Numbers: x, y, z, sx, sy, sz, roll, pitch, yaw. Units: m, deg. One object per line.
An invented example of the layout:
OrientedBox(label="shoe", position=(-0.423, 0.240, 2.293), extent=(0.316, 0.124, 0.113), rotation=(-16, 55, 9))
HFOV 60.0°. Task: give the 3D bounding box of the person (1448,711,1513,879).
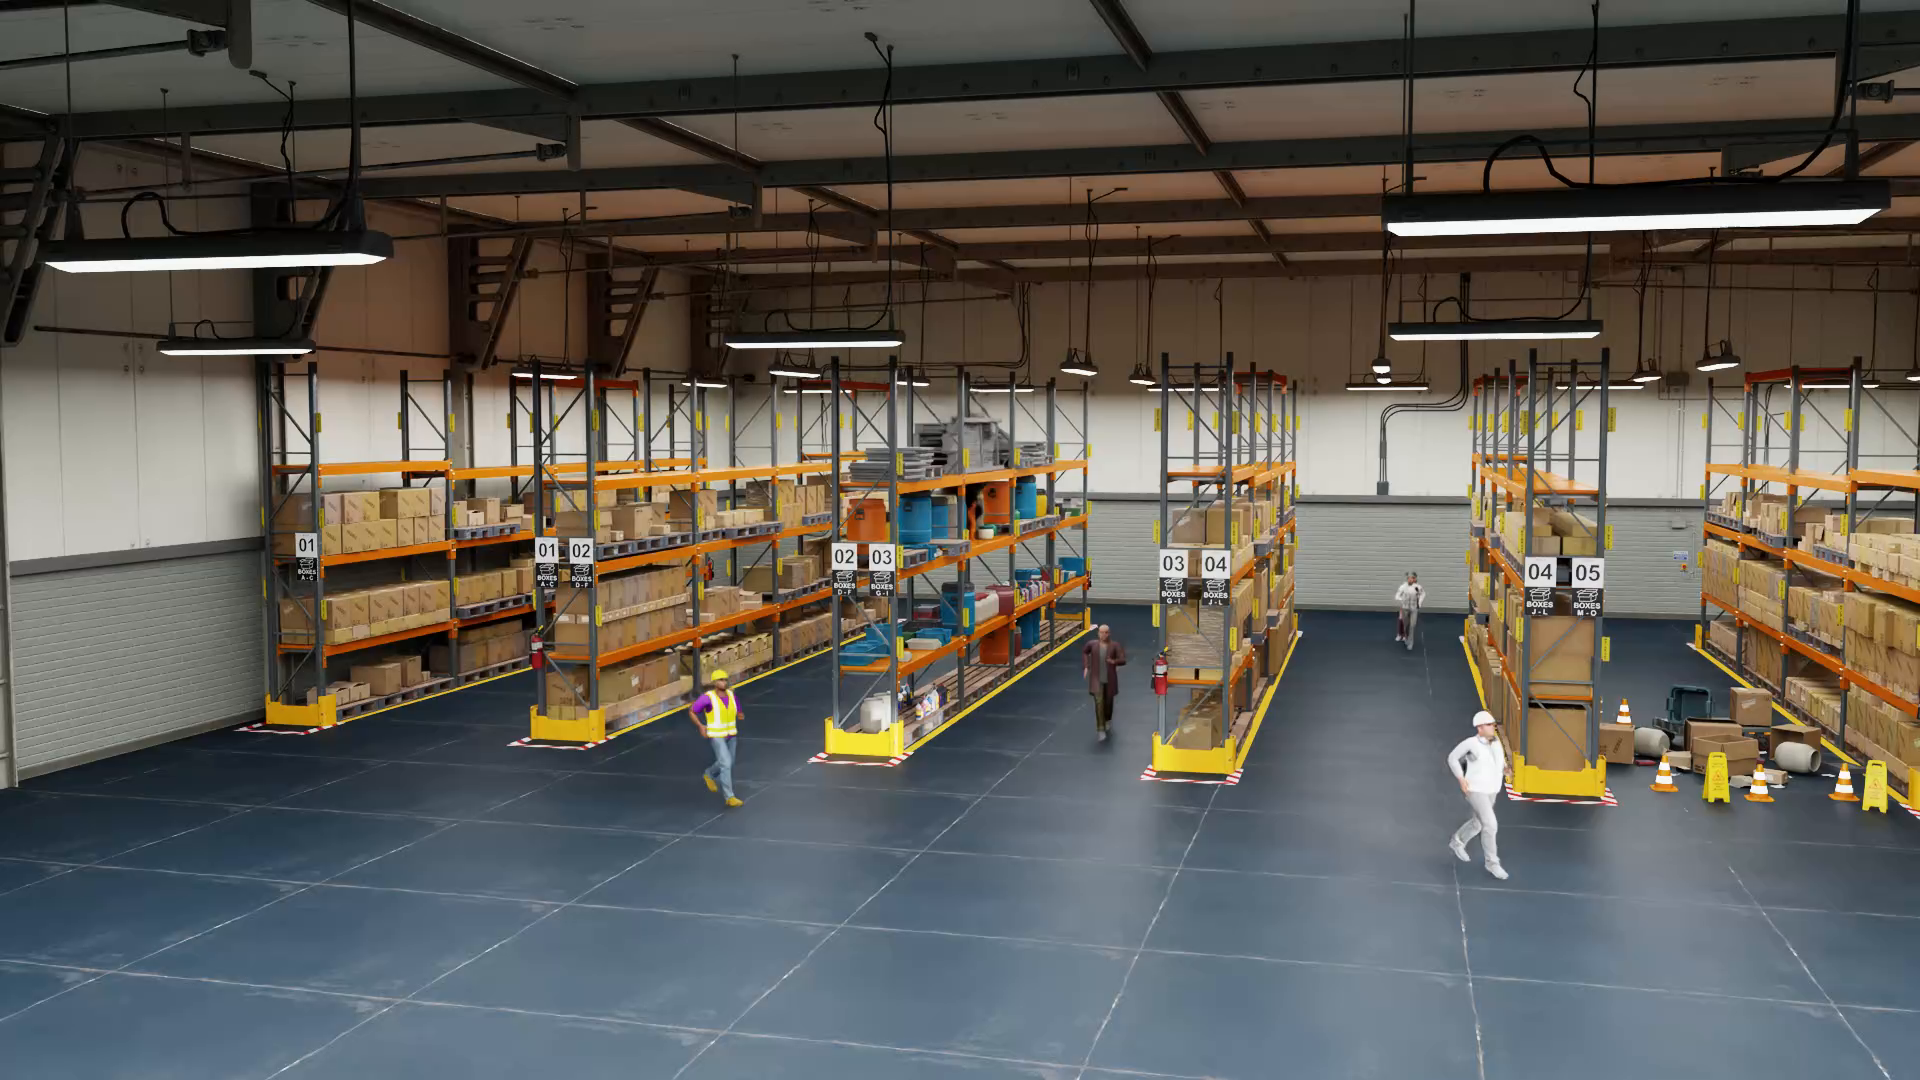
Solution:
OrientedBox(label="person", position=(5.834, 2.802, 18.604), extent=(0.653, 1.791, 0.879), rotation=(-3, 5, -36))

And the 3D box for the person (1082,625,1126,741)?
OrientedBox(label="person", position=(2.287, 2.222, 26.391), extent=(0.698, 1.770, 1.065), rotation=(0, 4, 4))

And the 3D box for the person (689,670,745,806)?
OrientedBox(label="person", position=(-3.136, 2.578, 21.867), extent=(0.929, 1.748, 0.711), rotation=(4, 6, 44))

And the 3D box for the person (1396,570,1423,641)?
OrientedBox(label="person", position=(10.257, 1.503, 37.924), extent=(0.588, 1.626, 0.626), rotation=(1, 4, 18))

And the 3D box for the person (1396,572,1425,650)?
OrientedBox(label="person", position=(9.957, 1.537, 36.809), extent=(0.620, 1.690, 0.961), rotation=(1, 4, 19))
